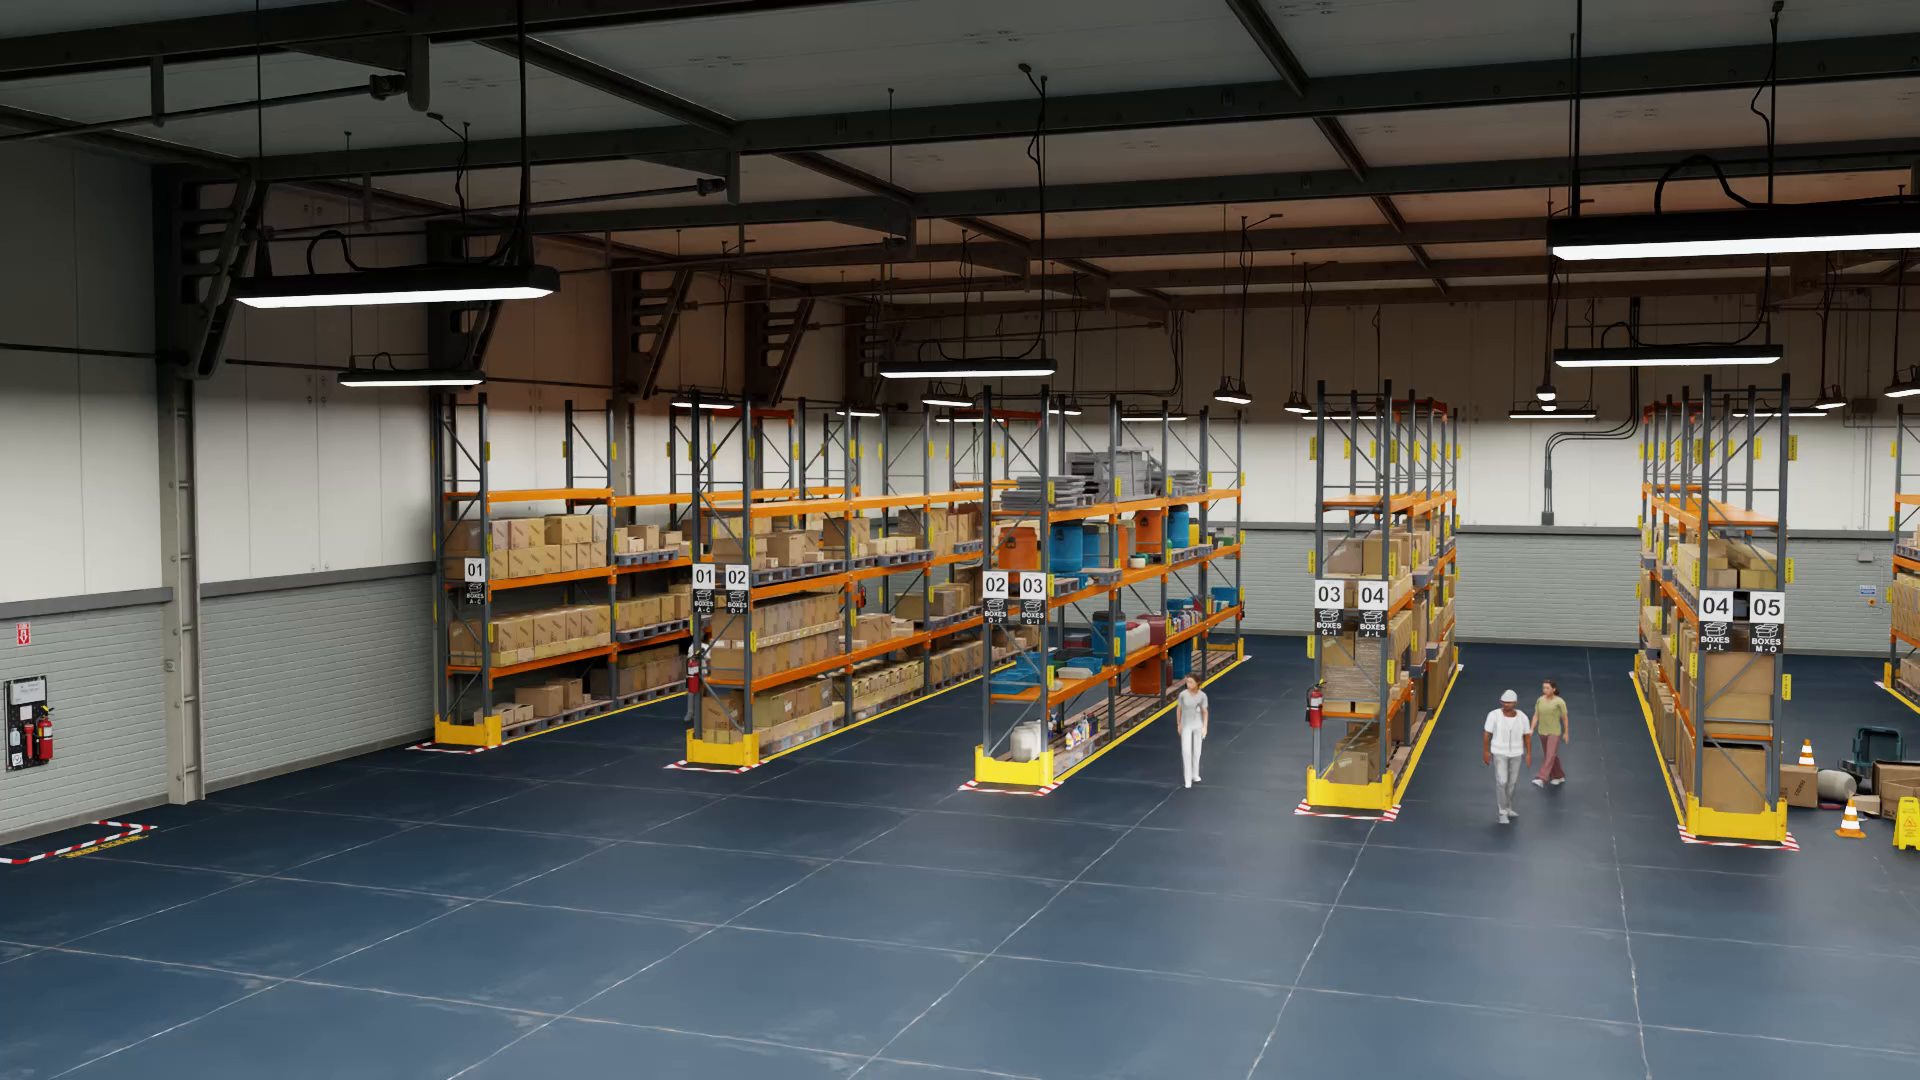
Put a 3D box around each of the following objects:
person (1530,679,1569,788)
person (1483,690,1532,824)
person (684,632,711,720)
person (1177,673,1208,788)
[{"bbox_3d":[8.669,2.862,24.616,1.070,1.614,0.470,-2,4,-35],"label":"person"},{"bbox_3d":[7.428,2.955,22.560,0.598,1.856,0.578,0,3,1],"label":"person"},{"bbox_3d":[-4.902,2.507,31.078,0.495,1.632,0.940,0,3,-7],"label":"person"},{"bbox_3d":[3.496,2.867,24.986,0.462,1.736,0.641,0,3,4],"label":"person"}]
